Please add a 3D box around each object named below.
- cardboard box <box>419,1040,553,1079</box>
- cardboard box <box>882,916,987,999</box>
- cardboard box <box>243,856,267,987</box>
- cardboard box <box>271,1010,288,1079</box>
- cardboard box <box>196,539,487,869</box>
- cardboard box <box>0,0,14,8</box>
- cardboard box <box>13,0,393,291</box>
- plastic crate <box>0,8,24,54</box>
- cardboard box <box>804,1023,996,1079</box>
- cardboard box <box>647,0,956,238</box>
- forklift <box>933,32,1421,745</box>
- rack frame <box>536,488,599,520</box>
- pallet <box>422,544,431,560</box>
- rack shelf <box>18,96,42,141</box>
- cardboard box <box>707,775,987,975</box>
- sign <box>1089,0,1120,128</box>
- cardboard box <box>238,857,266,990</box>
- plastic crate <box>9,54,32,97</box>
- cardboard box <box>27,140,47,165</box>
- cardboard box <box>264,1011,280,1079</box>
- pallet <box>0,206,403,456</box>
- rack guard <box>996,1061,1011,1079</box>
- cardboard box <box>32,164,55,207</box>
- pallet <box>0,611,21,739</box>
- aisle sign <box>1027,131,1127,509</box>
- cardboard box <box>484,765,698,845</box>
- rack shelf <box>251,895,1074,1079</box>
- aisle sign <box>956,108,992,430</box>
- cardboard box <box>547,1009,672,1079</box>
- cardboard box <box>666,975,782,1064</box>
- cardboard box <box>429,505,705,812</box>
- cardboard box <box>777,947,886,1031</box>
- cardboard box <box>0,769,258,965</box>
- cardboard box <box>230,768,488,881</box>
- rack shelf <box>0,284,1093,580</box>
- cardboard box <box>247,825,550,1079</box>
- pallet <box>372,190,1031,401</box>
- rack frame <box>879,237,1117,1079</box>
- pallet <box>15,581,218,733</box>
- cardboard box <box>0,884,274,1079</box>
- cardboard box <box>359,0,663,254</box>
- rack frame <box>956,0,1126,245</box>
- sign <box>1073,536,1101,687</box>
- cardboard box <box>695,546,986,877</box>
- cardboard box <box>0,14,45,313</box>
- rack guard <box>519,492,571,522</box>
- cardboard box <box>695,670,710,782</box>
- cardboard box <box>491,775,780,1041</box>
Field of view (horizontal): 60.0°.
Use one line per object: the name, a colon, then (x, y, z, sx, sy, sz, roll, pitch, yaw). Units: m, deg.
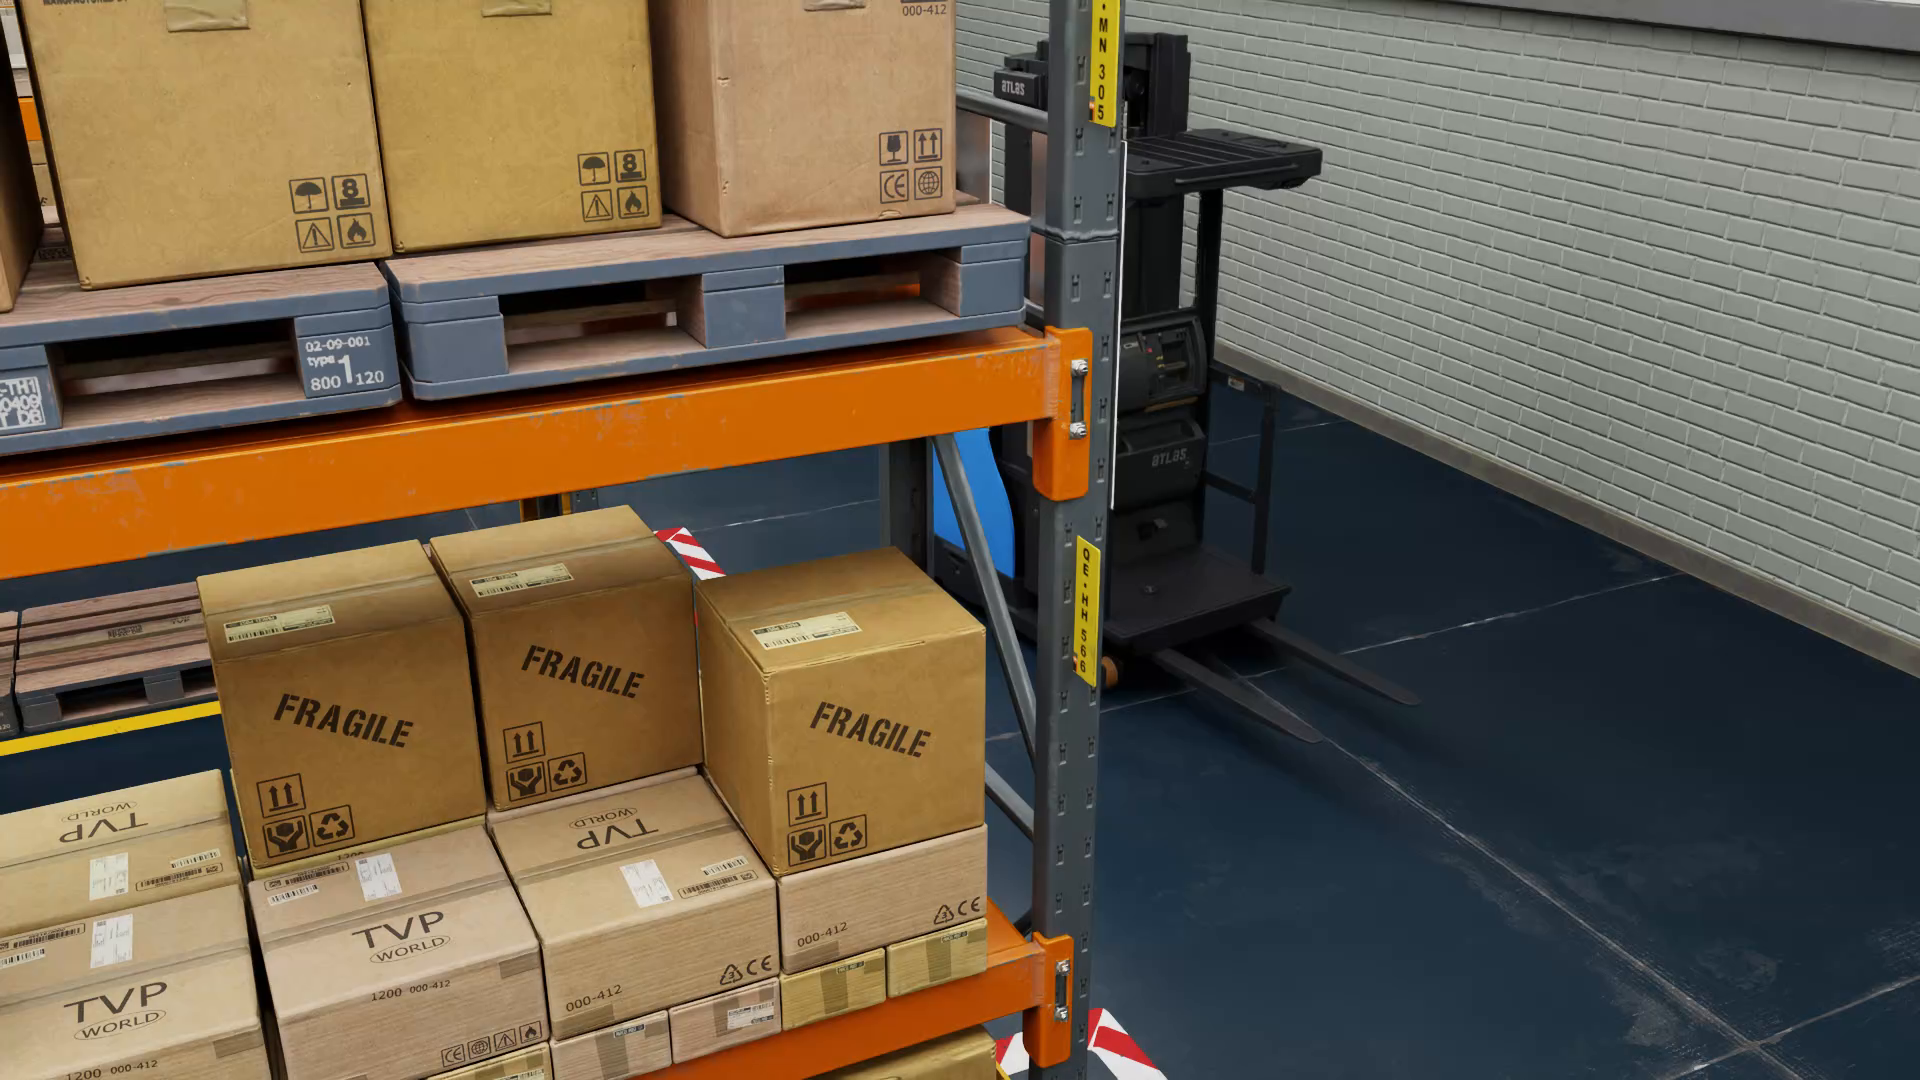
cardboard box: (-1.046, 1.070, 3.572, 0.250, 0.149, 0.380, -11, 25, -25)
cardboard box: (-0.127, 0.900, 3.982, 0.250, 0.149, 0.380, -10, 24, -23)
cardboard box: (-1.569, 0.887, 4.014, 0.250, 0.149, 0.380, -11, 25, -24)
cardboard box: (-1.280, 1.113, 3.467, 0.250, 0.149, 0.380, -10, 25, -23)
cardboard box: (-1.413, 0.354, 3.799, 0.500, 0.500, 0.500, -11, 25, -25)
cardboard box: (-6.397, -3.616, 10.837, 0.500, 0.250, 0.500, -10, 25, -24)
cardboard box: (-1.398, -0.802, 3.033, 0.500, 0.500, 0.700, -12, 25, -27)
plastic crate: (-4.228, -2.165, 7.292, 0.530, 0.282, 0.437, -10, 25, -24)
cardboard box: (-0.491, 1.533, 4.354, 0.875, 0.875, 0.875, -10, 25, -24)
cardboard box: (-0.394, -0.956, 3.406, 0.500, 0.500, 0.700, -12, 25, -27)
forklift: (0.944, -0.834, 7.933, 1.130, 2.935, 3.031, -14, 26, -31)
rack frame: (-2.097, -1.095, 8.474, 0.127, 3.000, 1.000, -10, 25, -24)
pallet: (-2.857, 0.316, 8.710, 1.213, 0.211, 1.003, -10, 25, -24)
rack shelf: (-3.899, -1.817, 7.237, 4.000, 0.370, 1.077, -10, 25, -24)
cardboard box: (-0.270, 0.715, 3.907, 0.500, 0.250, 0.500, -11, 25, -24)
sign: (0.274, -0.958, 3.166, 0.005, 0.325, 0.100, -10, 25, -24)
cardboard box: (-1.797, 0.928, 3.914, 0.250, 0.149, 0.380, -11, 25, -25)
plastic crate: (-3.851, -1.931, 6.917, 0.530, 0.136, 0.437, -10, 25, -24)
cardboard box: (-6.371, -2.800, 11.154, 0.500, 0.500, 0.500, -11, 25, -25)
cardboard box: (-1.504, 1.154, 3.370, 0.250, 0.149, 0.380, -10, 24, -23)
pallet: (-1.713, -0.403, 2.996, 1.213, 0.211, 1.003, -10, 25, -24)
rack guard: (0.073, 1.762, 4.839, 0.348, 0.500, 1.175, -10, 25, -24)
cardboard box: (-6.357, -2.345, 11.362, 0.500, 0.500, 0.500, -11, 25, -24)
pallet: (-5.055, 0.721, 7.732, 1.213, 0.211, 1.003, -10, 25, -24)
aisle sign: (0.246, -0.498, 3.633, 0.004, 0.787, 0.394, -10, 25, -24)
cardboard box: (-0.964, 0.618, 4.141, 0.500, 0.250, 0.500, -11, 25, -24)
rack shelf: (-1.751, 1.276, 3.687, 4.000, 0.370, 1.077, -10, 25, -24)
aisle sign: (-0.014, -0.705, 4.132, 0.004, 0.787, 0.394, -10, 25, -24)
cardboard box: (-0.813, 1.026, 3.677, 0.250, 0.149, 0.380, -10, 24, -23)
cardboard box: (-0.588, 0.985, 3.776, 0.250, 0.149, 0.380, -10, 25, -23)
cardboard box: (-0.949, 0.266, 4.011, 0.500, 0.500, 0.500, -11, 25, -25)
cardboard box: (-0.360, 0.944, 3.876, 0.250, 0.149, 0.380, -10, 25, -23)
cardboard box: (-1.886, 0.789, 3.729, 0.500, 0.250, 0.500, -11, 25, -25)
cardboard box: (-1.418, 0.701, 3.943, 0.500, 0.250, 0.500, -11, 25, -25)
rack shelf: (-1.751, -0.110, 3.113, 4.000, 0.370, 1.077, -10, 25, -24)
cardboard box: (-1.186, 0.884, 3.501, 0.500, 0.250, 0.500, -11, 25, -25)
pallet: (-0.613, -0.607, 3.488, 1.213, 0.211, 1.003, -10, 25, -24)
rack frame: (0.051, 0.612, 4.351, 0.127, 3.000, 1.000, -10, 25, -24)
pallet: (-3.954, 0.517, 8.224, 1.213, 0.211, 1.003, -10, 25, -24)
cardboard box: (-1.654, 0.971, 3.288, 0.500, 0.250, 0.500, -10, 25, -24)
cardboard box: (-0.953, -0.904, 3.280, 0.500, 0.500, 0.700, -11, 25, -26)
rack frame: (0.051, -2.160, 3.203, 0.127, 3.000, 1.000, -10, 25, -24)
sign: (0.274, 0.156, 3.627, 0.005, 0.325, 0.100, -10, 25, -24)
cardboard box: (-0.274, 0.368, 3.765, 0.500, 0.500, 0.500, -10, 25, -23)
cardboard box: (-1.855, -0.673, 2.722, 0.500, 0.500, 0.700, -9, 24, -21)
rack guard: (-2.081, 0.051, 8.973, 0.348, 0.500, 1.175, -10, 25, -24)
cardboard box: (-0.498, 0.530, 4.355, 0.500, 0.250, 0.500, -11, 25, -25)
cardboard box: (-0.728, 0.799, 3.705, 0.500, 0.250, 0.500, -11, 25, -25)
